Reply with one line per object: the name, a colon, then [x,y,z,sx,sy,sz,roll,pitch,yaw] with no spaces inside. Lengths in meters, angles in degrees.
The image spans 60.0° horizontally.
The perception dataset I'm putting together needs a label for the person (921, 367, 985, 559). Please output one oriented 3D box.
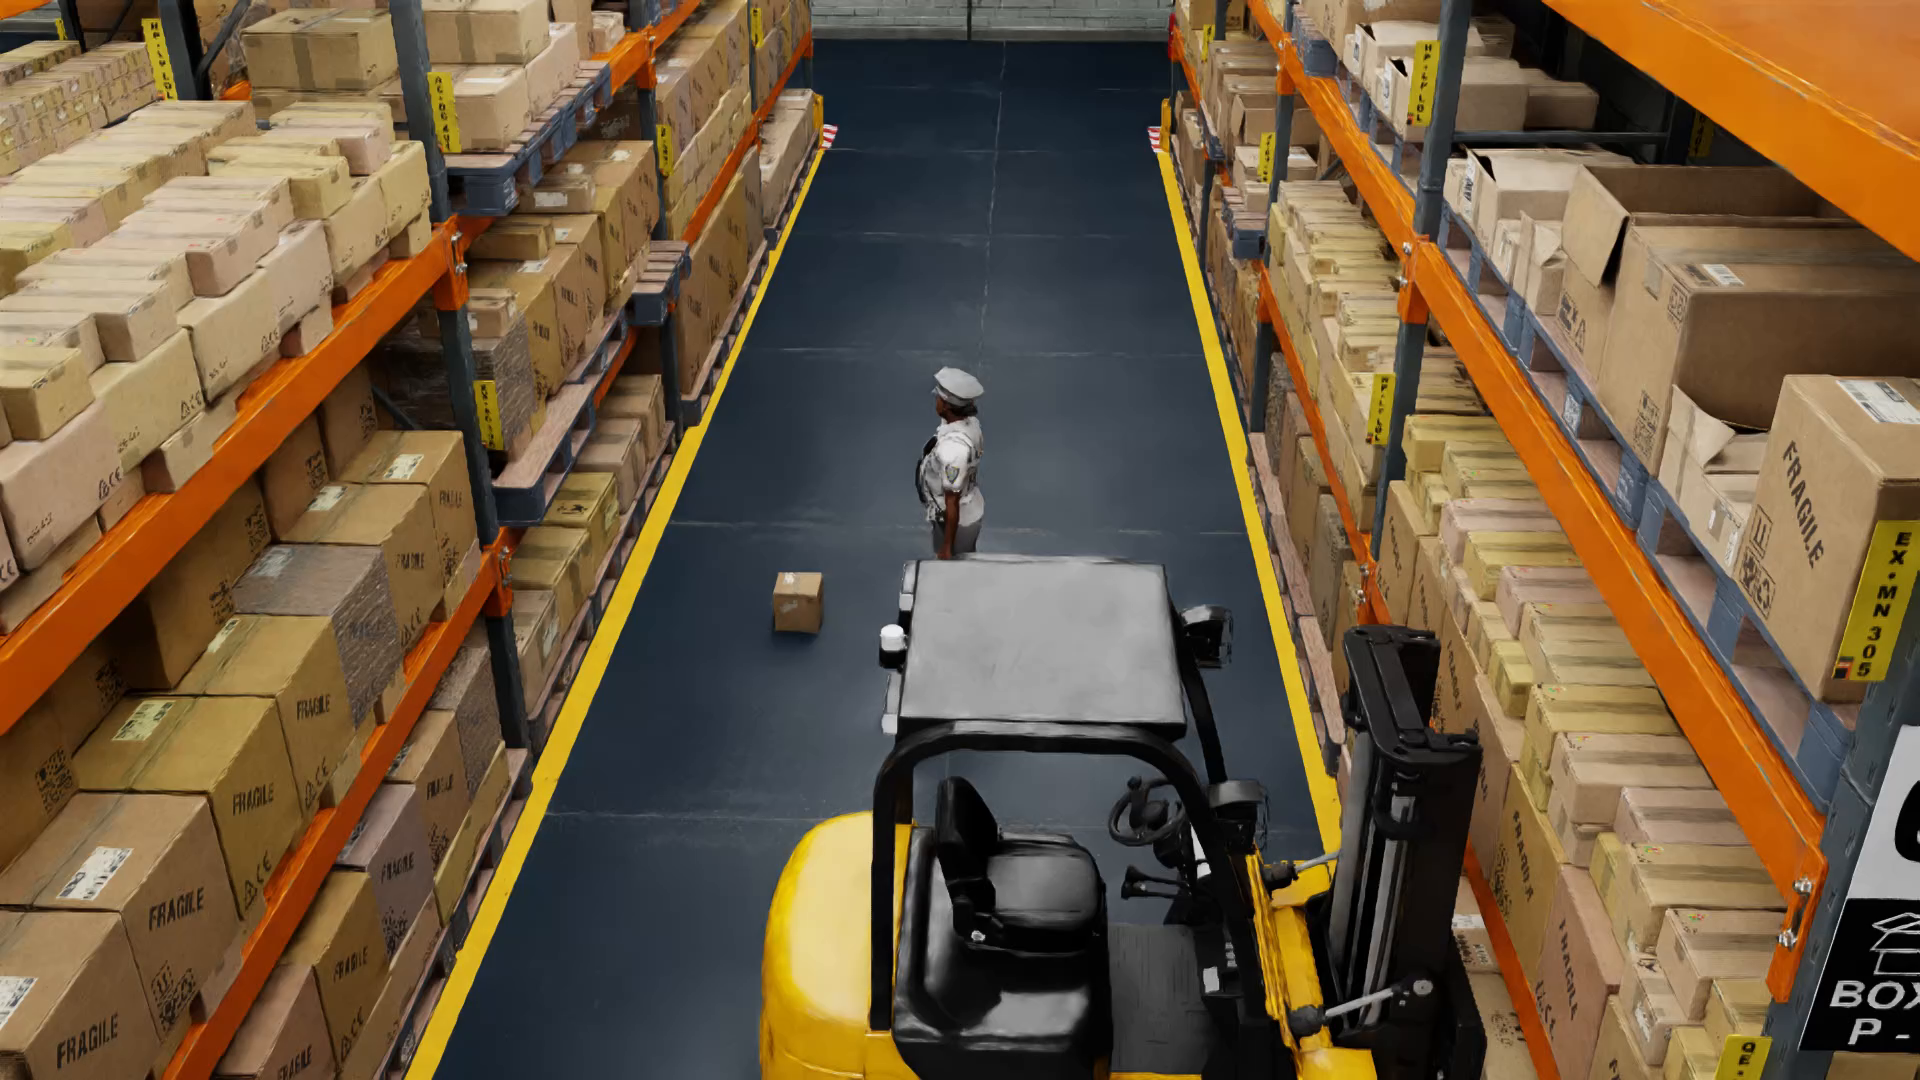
person: [-0.035,-0.383,8.593,0.319,1.013,0.563,3,28,6]
